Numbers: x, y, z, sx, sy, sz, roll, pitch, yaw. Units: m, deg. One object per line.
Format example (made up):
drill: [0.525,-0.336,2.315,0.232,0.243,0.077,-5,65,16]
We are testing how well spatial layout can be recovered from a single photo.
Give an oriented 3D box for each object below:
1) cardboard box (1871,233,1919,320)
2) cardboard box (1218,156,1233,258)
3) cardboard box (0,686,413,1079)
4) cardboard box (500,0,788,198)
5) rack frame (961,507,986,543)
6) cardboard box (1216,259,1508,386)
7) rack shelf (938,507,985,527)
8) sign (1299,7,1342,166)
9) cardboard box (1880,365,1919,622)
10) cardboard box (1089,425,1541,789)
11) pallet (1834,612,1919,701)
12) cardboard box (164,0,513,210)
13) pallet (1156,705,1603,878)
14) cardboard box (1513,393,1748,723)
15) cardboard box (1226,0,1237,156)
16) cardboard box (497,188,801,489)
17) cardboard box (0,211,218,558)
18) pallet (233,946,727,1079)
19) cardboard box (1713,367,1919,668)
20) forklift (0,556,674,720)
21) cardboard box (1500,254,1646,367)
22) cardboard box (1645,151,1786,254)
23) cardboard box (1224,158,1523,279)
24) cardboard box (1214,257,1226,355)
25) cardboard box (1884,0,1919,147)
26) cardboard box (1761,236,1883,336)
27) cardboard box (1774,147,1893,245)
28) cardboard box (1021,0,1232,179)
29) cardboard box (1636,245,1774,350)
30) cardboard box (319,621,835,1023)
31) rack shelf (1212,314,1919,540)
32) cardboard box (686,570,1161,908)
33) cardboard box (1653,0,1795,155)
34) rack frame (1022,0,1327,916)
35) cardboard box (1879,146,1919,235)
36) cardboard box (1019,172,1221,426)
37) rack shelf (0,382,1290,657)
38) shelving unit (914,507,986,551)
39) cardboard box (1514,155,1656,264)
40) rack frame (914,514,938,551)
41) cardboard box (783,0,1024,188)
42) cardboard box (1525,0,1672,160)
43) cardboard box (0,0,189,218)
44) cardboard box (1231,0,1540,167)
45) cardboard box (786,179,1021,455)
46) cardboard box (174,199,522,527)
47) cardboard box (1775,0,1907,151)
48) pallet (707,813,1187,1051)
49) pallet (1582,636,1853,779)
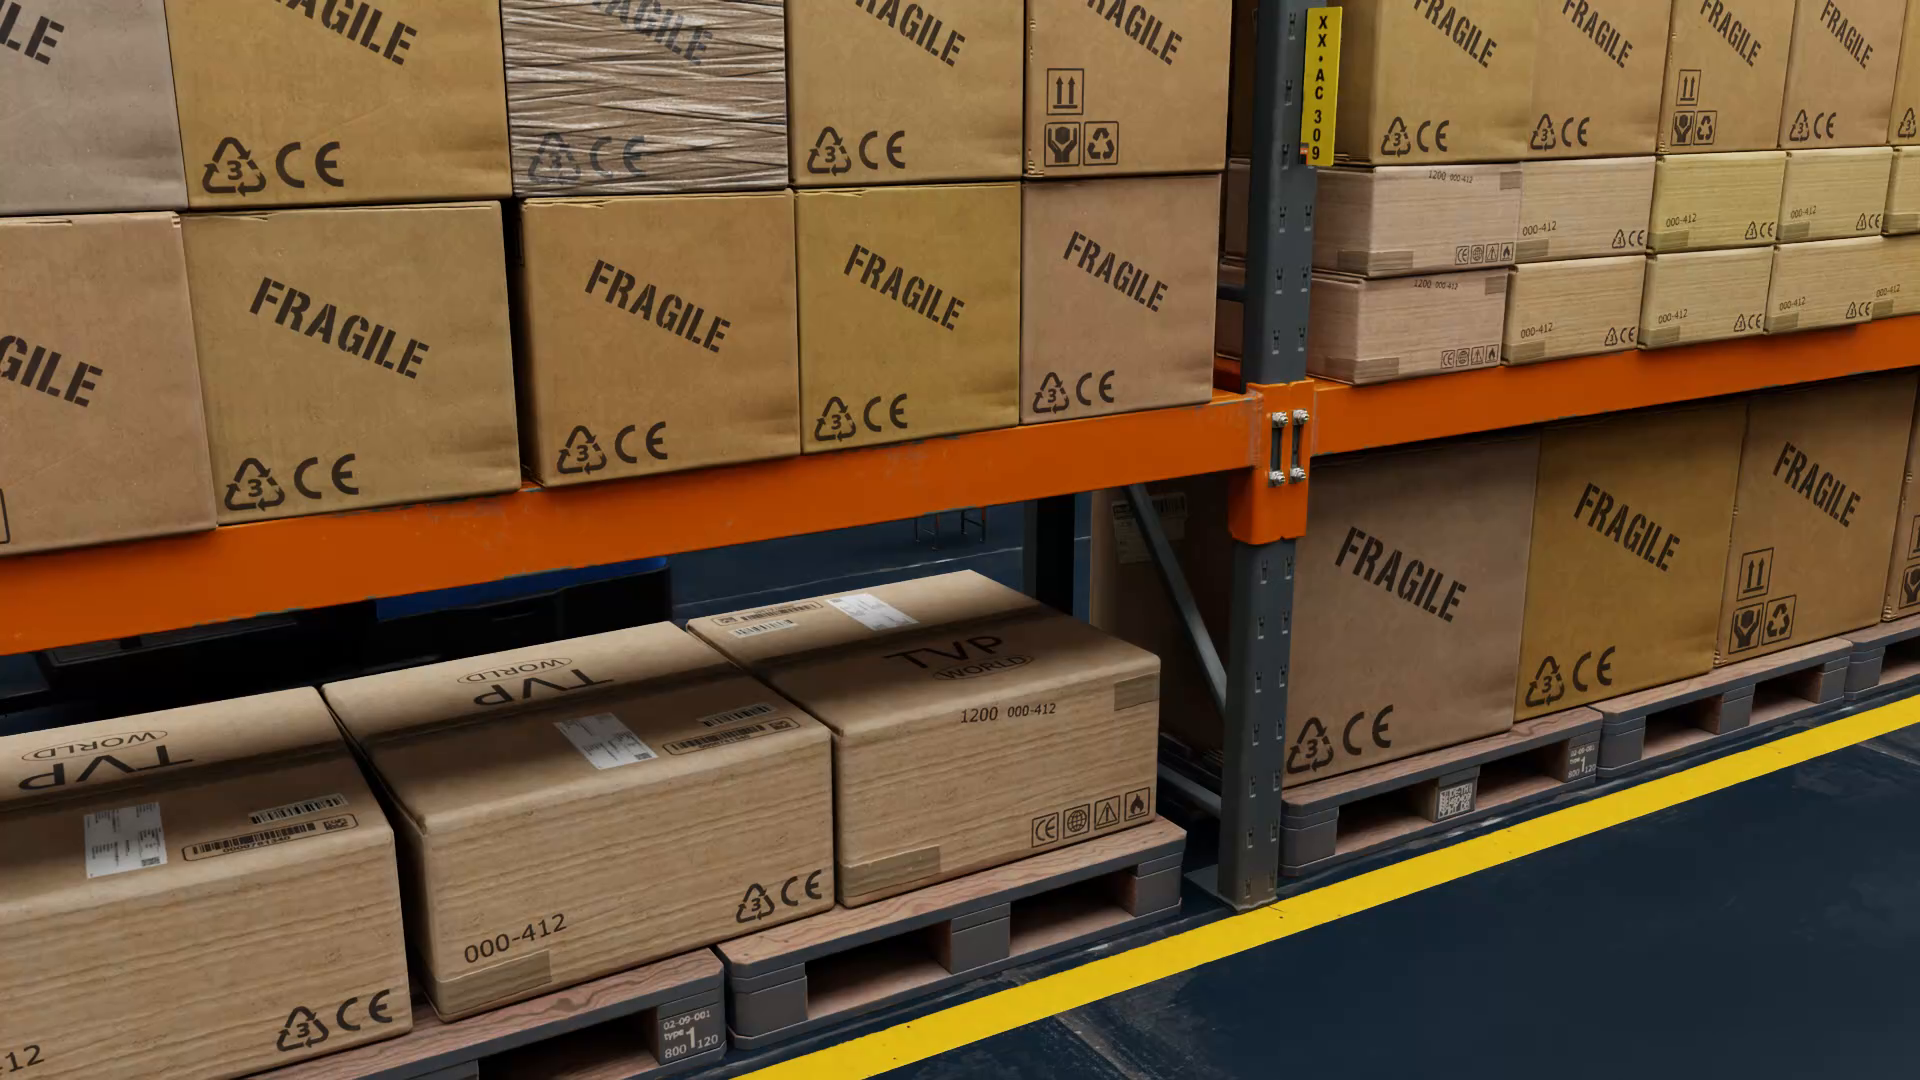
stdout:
cardboard box: [2.743,-0.854,5.178,0.500,0.250,0.500,-9,18,-30]
cardboard box: [0.737,-0.928,4.514,0.500,0.250,0.500,-9,18,-30]
cardboard box: [-1.651,0.702,3.318,0.875,0.438,0.875,-9,18,-28]
cardboard box: [-0.649,-0.900,3.026,0.500,0.500,0.500,-9,18,-29]
rack frame: [0.059,-0.515,7.302,0.008,1.050,0.200,-9,18,-30]
cardboard box: [0.997,-0.570,4.162,0.500,0.250,0.500,-10,18,-31]
rack shelf: [-0.046,-0.220,7.319,0.240,0.259,0.215,-9,18,-30]
sign: [0.771,-0.969,3.557,0.005,0.325,0.100,-9,18,-30]
cardboard box: [3.278,-0.300,6.081,0.875,0.875,0.875,-9,18,-30]
cardboard box: [0.974,0.074,4.745,0.875,0.875,0.875,-9,18,-28]
pallet: [3.198,0.237,6.173,1.213,0.211,1.003,-9,18,-30]
cardboard box: [-1.083,-0.832,2.784,0.500,0.500,0.500,-9,18,-29]
pallet: [1.106,0.576,4.963,1.213,0.211,1.003,-9,18,-30]
cardboard box: [1.744,-0.053,5.200,0.875,0.875,0.875,-9,18,-28]
cardboard box: [0.737,-1.292,4.422,0.500,0.500,0.500,-9,18,-28]
cardboard box: [-0.644,-0.420,3.166,0.500,0.500,0.500,-10,18,-31]
cardboard box: [-1.521,-0.277,2.657,0.500,0.500,0.500,-9,18,-30]
pallet: [-1.255,0.959,3.597,1.213,0.211,1.003,-9,18,-30]
cardboard box: [2.511,-0.177,5.643,0.875,0.875,0.875,-9,18,-29]
forklift: [-2.533,-0.896,5.175,3.031,2.935,1.130,-11,19,-34]
cardboard box: [1.440,-0.642,4.420,0.500,0.250,0.500,-10,18,-31]
cardboard box: [1.885,-0.949,4.590,0.500,0.250,0.500,-9,18,-29]
cardboard box: [1.006,-0.806,4.080,0.500,0.250,0.500,-10,18,-31]
cardboard box: [0.738,-0.690,4.593,0.500,0.250,0.500,-10,18,-31]
cardboard box: [2.739,-1.454,5.003,0.500,0.500,0.500,-9,18,-30]
cardboard box: [2.321,-0.777,4.901,0.500,0.250,0.500,-10,18,-31]
cardboard box: [2.317,-1.020,4.842,0.500,0.250,0.500,-10,18,-31]
cardboard box: [0.222,-1.042,3.531,0.500,0.500,0.500,-9,18,-30]
cardboard box: [1.887,-0.709,4.661,0.500,0.250,0.500,-9,18,-30]
cardboard box: [-0.877,0.577,3.764,0.875,0.438,0.875,-10,18,-31]
rack shelf: [2.198,-0.573,5.231,4.000,0.370,1.077,-9,18,-30]
cardboard box: [-0.110,0.452,4.208,0.875,0.438,0.875,-10,18,-31]
cardboard box: [1.862,-1.312,4.496,0.500,0.500,0.500,-10,18,-31]
rack frame: [0.484,-0.642,4.142,0.127,3.000,1.000,-9,18,-30]
cardboard box: [2.762,-1.092,5.100,0.500,0.250,0.500,-10,18,-31]
cardboard box: [0.218,-0.566,3.687,0.500,0.500,0.500,-9,18,-29]
rack shelf: [-1.231,-0.017,3.247,4.000,0.370,1.077,-9,18,-30]
shelving unit: [-0.046,-0.498,7.242,0.252,1.050,0.215,-9,18,-30]
cardboard box: [1.439,-0.885,4.362,0.500,0.250,0.500,-9,18,-29]
rack frame: [-0.150,-0.481,7.181,0.008,1.050,0.200,-9,18,-30]
cardboard box: [-0.218,-0.973,3.287,0.500,0.500,0.500,-10,18,-31]
cardboard box: [1.431,-1.243,4.249,0.500,0.500,0.500,-9,18,-30]
cardboard box: [-1.510,-0.763,2.536,0.500,0.500,0.500,-9,18,-30]
cardboard box: [1.009,-1.166,3.974,0.500,0.500,0.500,-9,18,-29]
cardboard box: [-0.220,-0.493,3.428,0.500,0.500,0.500,-10,18,-31]
cardboard box: [-1.100,-0.351,2.919,0.500,0.500,0.500,-9,18,-28]
cardboard box: [2.302,-1.386,4.758,0.500,0.500,0.500,-10,18,-31]
pallet: [-0.208,0.789,4.206,1.213,0.211,1.003,-9,18,-30]
pallet: [2.153,0.406,5.572,1.213,0.211,1.003,-9,18,-30]
